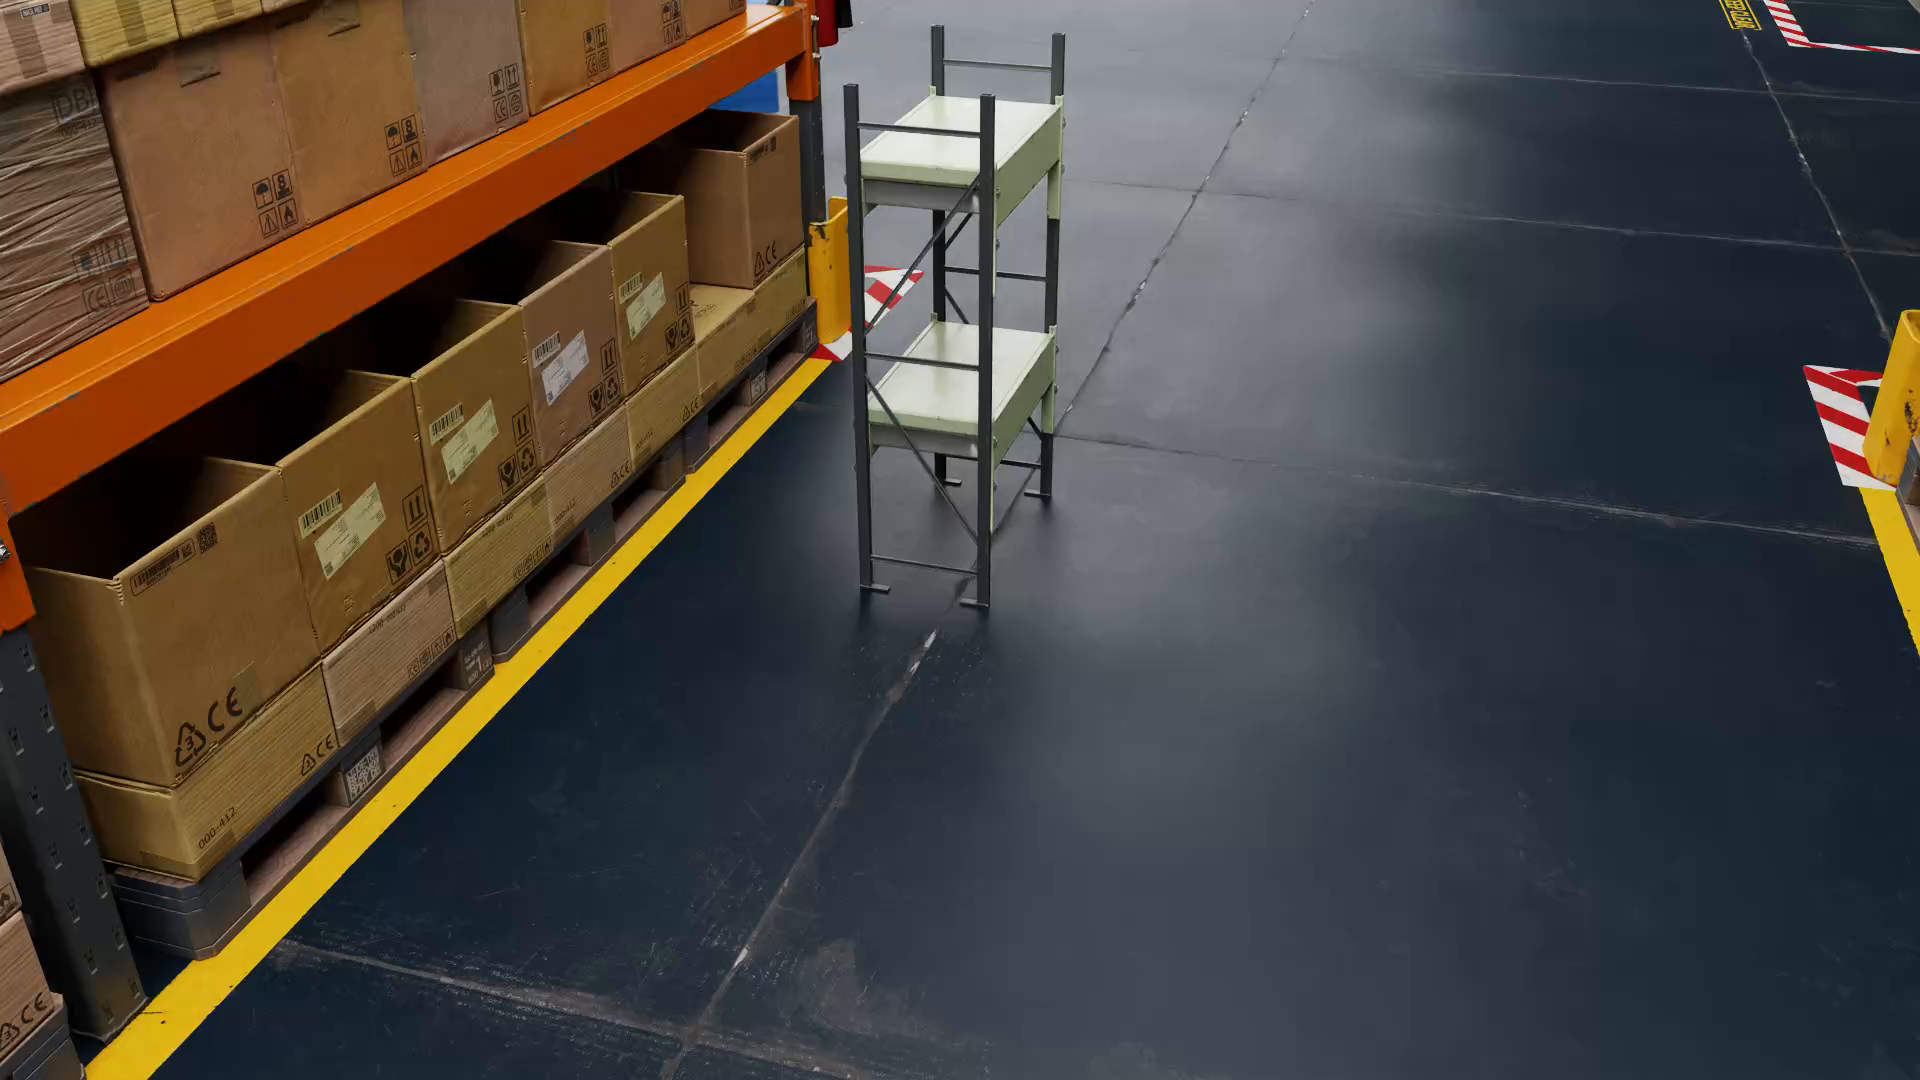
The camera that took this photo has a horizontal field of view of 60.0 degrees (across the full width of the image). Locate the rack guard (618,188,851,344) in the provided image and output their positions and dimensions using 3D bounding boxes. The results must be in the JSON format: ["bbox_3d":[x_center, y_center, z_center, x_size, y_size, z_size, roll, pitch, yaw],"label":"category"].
[{"bbox_3d":[-1.019,-1.156,6.815,1.175,0.500,0.348,8,30,15],"label":"rack guard"}]

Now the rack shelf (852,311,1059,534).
[{"bbox_3d":[0.002,-0.374,5.049,0.431,0.370,0.720,8,30,15],"label":"rack shelf"}]

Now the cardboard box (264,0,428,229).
[{"bbox_3d":[-1.776,-1.108,4.054,0.700,0.500,0.500,9,30,16],"label":"cardboard box"}]

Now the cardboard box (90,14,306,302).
[{"bbox_3d":[-1.927,-0.876,3.636,0.700,0.500,0.500,8,30,14],"label":"cardboard box"}]

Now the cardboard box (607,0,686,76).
[{"bbox_3d":[-1.325,-1.821,5.336,0.700,0.500,0.500,9,30,16],"label":"cardboard box"}]

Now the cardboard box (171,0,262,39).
[{"bbox_3d":[-1.713,-1.162,3.483,0.380,0.149,0.250,8,30,14],"label":"cardboard box"}]

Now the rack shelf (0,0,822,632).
[{"bbox_3d":[-1.613,-0.994,4.691,1.077,0.370,4.000,8,30,15],"label":"rack shelf"}]

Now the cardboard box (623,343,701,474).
[{"bbox_3d":[-1.181,-0.461,5.390,0.500,0.250,0.500,8,30,15],"label":"cardboard box"}]

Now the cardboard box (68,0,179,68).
[{"bbox_3d":[-1.788,-1.040,3.264,0.380,0.149,0.250,8,30,14],"label":"cardboard box"}]

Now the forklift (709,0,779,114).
[{"bbox_3d":[-2.336,-2.550,6.819,3.031,2.935,1.130,-17,33,-27],"label":"forklift"}]

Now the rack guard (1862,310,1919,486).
[{"bbox_3d":[3.688,-0.405,5.463,1.175,0.500,0.348,8,30,15],"label":"rack guard"}]

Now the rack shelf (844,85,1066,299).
[{"bbox_3d":[0.002,-1.000,4.701,0.431,0.370,0.720,8,30,15],"label":"rack shelf"}]

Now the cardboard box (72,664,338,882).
[{"bbox_3d":[-1.774,0.467,3.721,0.500,0.250,0.500,8,30,15],"label":"cardboard box"}]

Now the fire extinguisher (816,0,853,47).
[{"bbox_3d":[-0.547,-2.192,6.185,0.296,0.674,0.183,8,30,15],"label":"fire extinguisher"}]

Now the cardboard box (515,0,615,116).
[{"bbox_3d":[-1.476,-1.592,4.923,0.700,0.500,0.500,9,30,15],"label":"cardboard box"}]

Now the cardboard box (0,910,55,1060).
[{"bbox_3d":[-2.045,0.873,2.991,0.500,0.250,0.500,8,30,14],"label":"cardboard box"}]

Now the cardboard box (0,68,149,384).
[{"bbox_3d":[-2.076,-0.630,3.193,0.700,0.500,0.500,8,30,14],"label":"cardboard box"}]

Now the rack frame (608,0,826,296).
[{"bbox_3d":[-1.026,-2.238,6.187,1.000,3.000,0.127,8,30,15],"label":"rack frame"}]

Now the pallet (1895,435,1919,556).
[{"bbox_3d":[3.416,0.094,4.864,1.003,0.211,1.213,8,30,15],"label":"pallet"}]

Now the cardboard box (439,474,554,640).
[{"bbox_3d":[-1.471,0.004,4.554,0.500,0.250,0.500,8,30,15],"label":"cardboard box"}]

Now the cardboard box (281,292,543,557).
[{"bbox_3d":[-1.471,-0.324,4.372,0.500,0.500,0.500,8,30,15],"label":"cardboard box"}]

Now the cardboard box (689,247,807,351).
[{"bbox_3d":[-0.901,-0.928,6.229,0.500,0.250,0.500,8,30,15],"label":"cardboard box"}]

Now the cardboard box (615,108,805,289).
[{"bbox_3d":[-0.899,-1.256,6.047,0.500,0.500,0.500,8,30,15],"label":"cardboard box"}]

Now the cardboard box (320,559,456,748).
[{"bbox_3d":[-1.623,0.235,4.138,0.500,0.250,0.500,8,30,15],"label":"cardboard box"}]

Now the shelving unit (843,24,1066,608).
[{"bbox_3d":[0.002,-0.659,4.891,0.431,1.500,0.755,8,30,15],"label":"shelving unit"}]

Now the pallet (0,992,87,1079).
[{"bbox_3d":[-2.379,1.188,2.898,1.003,0.211,1.213,8,30,15],"label":"pallet"}]

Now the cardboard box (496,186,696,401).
[{"bbox_3d":[-1.178,-0.789,5.207,0.500,0.500,0.500,8,30,15],"label":"cardboard box"}]

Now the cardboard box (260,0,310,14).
[{"bbox_3d":[-1.637,-1.278,3.692,0.380,0.149,0.250,7,30,13],"label":"cardboard box"}]

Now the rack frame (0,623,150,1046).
[{"bbox_3d":[-2.200,-0.379,2.845,1.000,3.000,0.127,8,30,15],"label":"rack frame"}]

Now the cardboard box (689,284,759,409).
[{"bbox_3d":[-1.036,-0.694,5.809,0.500,0.250,0.500,8,30,15],"label":"cardboard box"}]

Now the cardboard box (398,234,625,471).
[{"bbox_3d":[-1.326,-0.557,4.790,0.500,0.500,0.500,8,30,15],"label":"cardboard box"}]

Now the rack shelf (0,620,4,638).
[{"bbox_3d":[-2.787,0.865,1.349,1.077,0.370,4.000,8,30,15],"label":"rack shelf"}]

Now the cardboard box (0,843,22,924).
[{"bbox_3d":[-2.045,0.623,2.863,0.500,0.311,0.500,8,30,15],"label":"cardboard box"}]

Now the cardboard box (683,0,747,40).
[{"bbox_3d":[-1.175,-2.066,5.776,0.700,0.500,0.500,9,30,15],"label":"cardboard box"}]

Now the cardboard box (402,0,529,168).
[{"bbox_3d":[-1.627,-1.346,4.482,0.700,0.500,0.500,9,30,16],"label":"cardboard box"}]

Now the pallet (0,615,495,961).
[{"bbox_3d":[-1.927,0.476,4.177,1.003,0.211,1.213,8,30,15],"label":"pallet"}]

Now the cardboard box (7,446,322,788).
[{"bbox_3d":[-1.765,0.141,3.536,0.500,0.500,0.500,8,30,15],"label":"cardboard box"}]

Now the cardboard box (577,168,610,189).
[{"bbox_3d":[-1.541,-1.097,5.762,0.500,0.500,0.500,8,30,15],"label":"cardboard box"}]

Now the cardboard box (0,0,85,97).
[{"bbox_3d":[-1.863,-0.920,3.048,0.380,0.149,0.250,9,30,16],"label":"cardboard box"}]

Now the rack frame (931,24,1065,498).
[{"bbox_3d":[0.109,-0.829,5.197,0.400,1.500,0.023,8,30,15],"label":"rack frame"}]

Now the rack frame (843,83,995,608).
[{"bbox_3d":[-0.105,-0.488,4.585,0.400,1.500,0.023,8,30,15],"label":"rack frame"}]

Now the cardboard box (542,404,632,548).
[{"bbox_3d":[-1.330,-0.229,4.973,0.500,0.250,0.500,8,30,15],"label":"cardboard box"}]

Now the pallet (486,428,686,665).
[{"bbox_3d":[-1.570,-0.093,5.199,1.003,0.211,1.213,8,30,15],"label":"pallet"}]

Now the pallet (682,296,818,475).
[{"bbox_3d":[-1.210,-0.658,6.215,1.003,0.211,1.213,8,30,15],"label":"pallet"}]

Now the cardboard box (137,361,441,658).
[{"bbox_3d":[-1.625,-0.093,3.956,0.500,0.500,0.500,8,30,15],"label":"cardboard box"}]
